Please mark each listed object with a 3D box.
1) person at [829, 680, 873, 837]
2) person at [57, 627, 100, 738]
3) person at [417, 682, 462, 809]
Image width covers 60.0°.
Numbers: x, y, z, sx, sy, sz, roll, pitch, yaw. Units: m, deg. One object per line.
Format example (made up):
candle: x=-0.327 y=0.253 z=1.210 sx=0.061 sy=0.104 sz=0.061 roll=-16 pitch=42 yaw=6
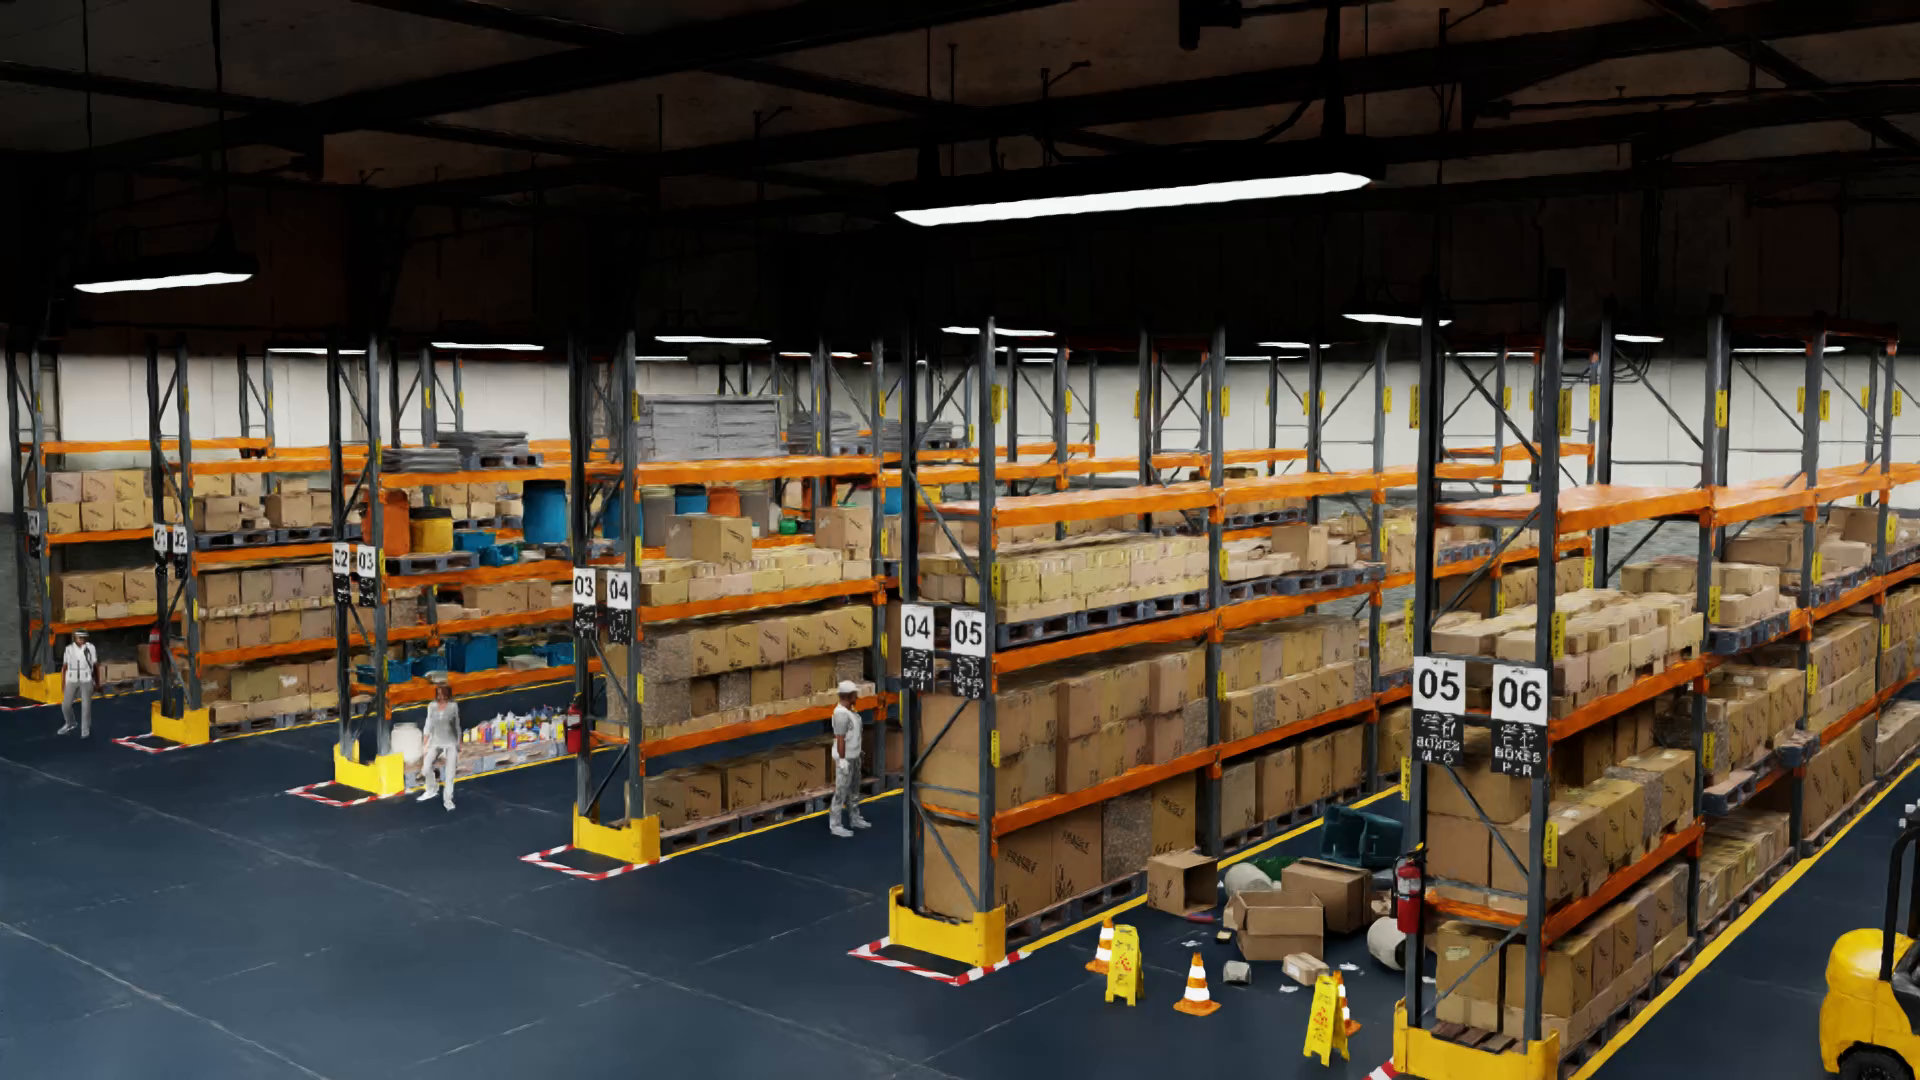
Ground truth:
person: x=-1.266 y=2.519 z=19.356 sx=0.457 sy=1.783 sz=0.618 roll=1 pitch=5 yaw=10
person: x=-13.124 y=2.110 z=24.699 sx=0.627 sy=1.655 sz=0.458 roll=-2 pitch=5 yaw=-19
person: x=-6.450 y=2.527 z=20.543 sx=0.583 sy=1.588 sz=0.471 roll=0 pitch=5 yaw=-5
